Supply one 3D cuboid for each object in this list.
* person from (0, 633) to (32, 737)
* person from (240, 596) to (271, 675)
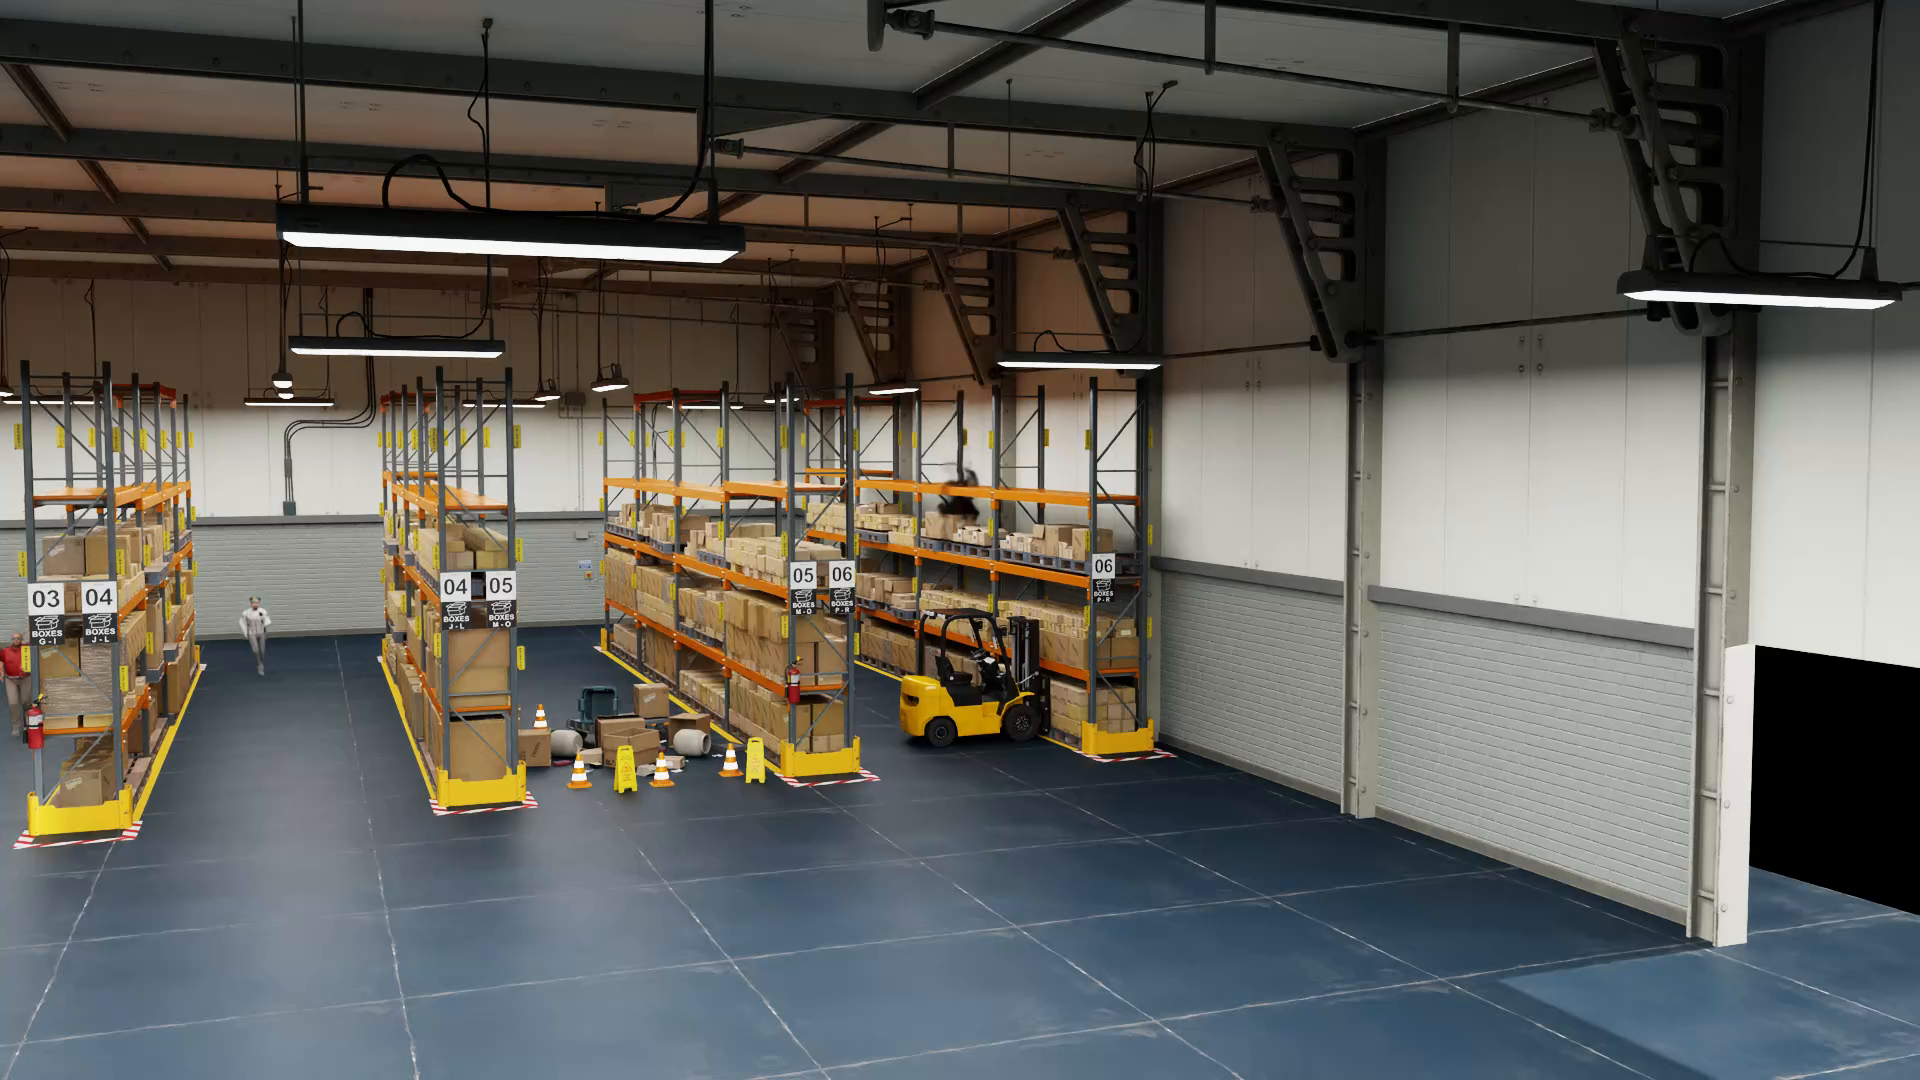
[{"bbox_3d":[-16.068,2.445,28.373,0.666,1.731,0.786,-1,4,-22],"label":"person"},{"bbox_3d":[-15.089,2.045,35.642,0.609,1.714,0.822,-2,4,-30],"label":"person"}]
